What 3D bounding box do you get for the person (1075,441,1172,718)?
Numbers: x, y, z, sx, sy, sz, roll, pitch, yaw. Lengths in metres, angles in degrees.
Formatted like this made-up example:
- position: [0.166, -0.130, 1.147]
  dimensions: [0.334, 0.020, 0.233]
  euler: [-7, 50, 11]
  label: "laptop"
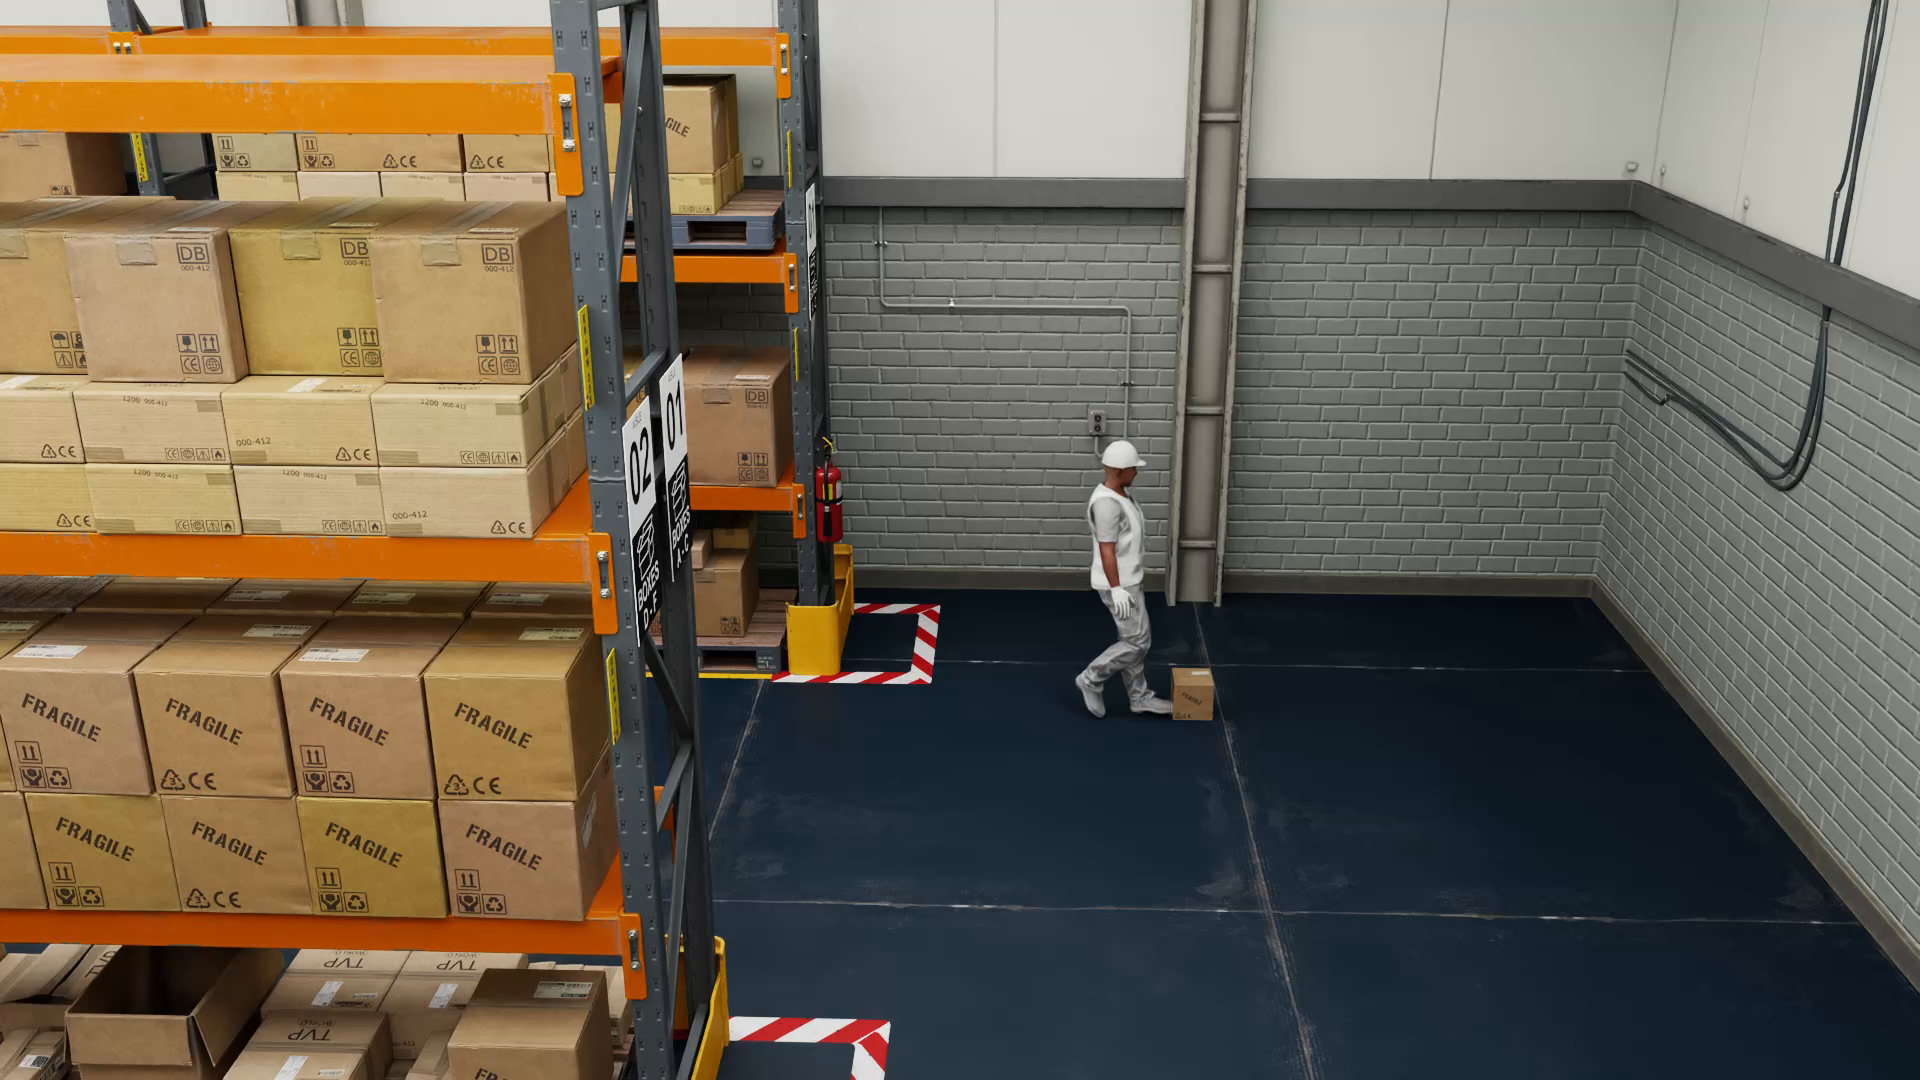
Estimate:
- position: [1.066, 0.264, 10.334]
  dimensions: [0.651, 1.770, 0.625]
  euler: [4, 21, 10]
  label: "person"
